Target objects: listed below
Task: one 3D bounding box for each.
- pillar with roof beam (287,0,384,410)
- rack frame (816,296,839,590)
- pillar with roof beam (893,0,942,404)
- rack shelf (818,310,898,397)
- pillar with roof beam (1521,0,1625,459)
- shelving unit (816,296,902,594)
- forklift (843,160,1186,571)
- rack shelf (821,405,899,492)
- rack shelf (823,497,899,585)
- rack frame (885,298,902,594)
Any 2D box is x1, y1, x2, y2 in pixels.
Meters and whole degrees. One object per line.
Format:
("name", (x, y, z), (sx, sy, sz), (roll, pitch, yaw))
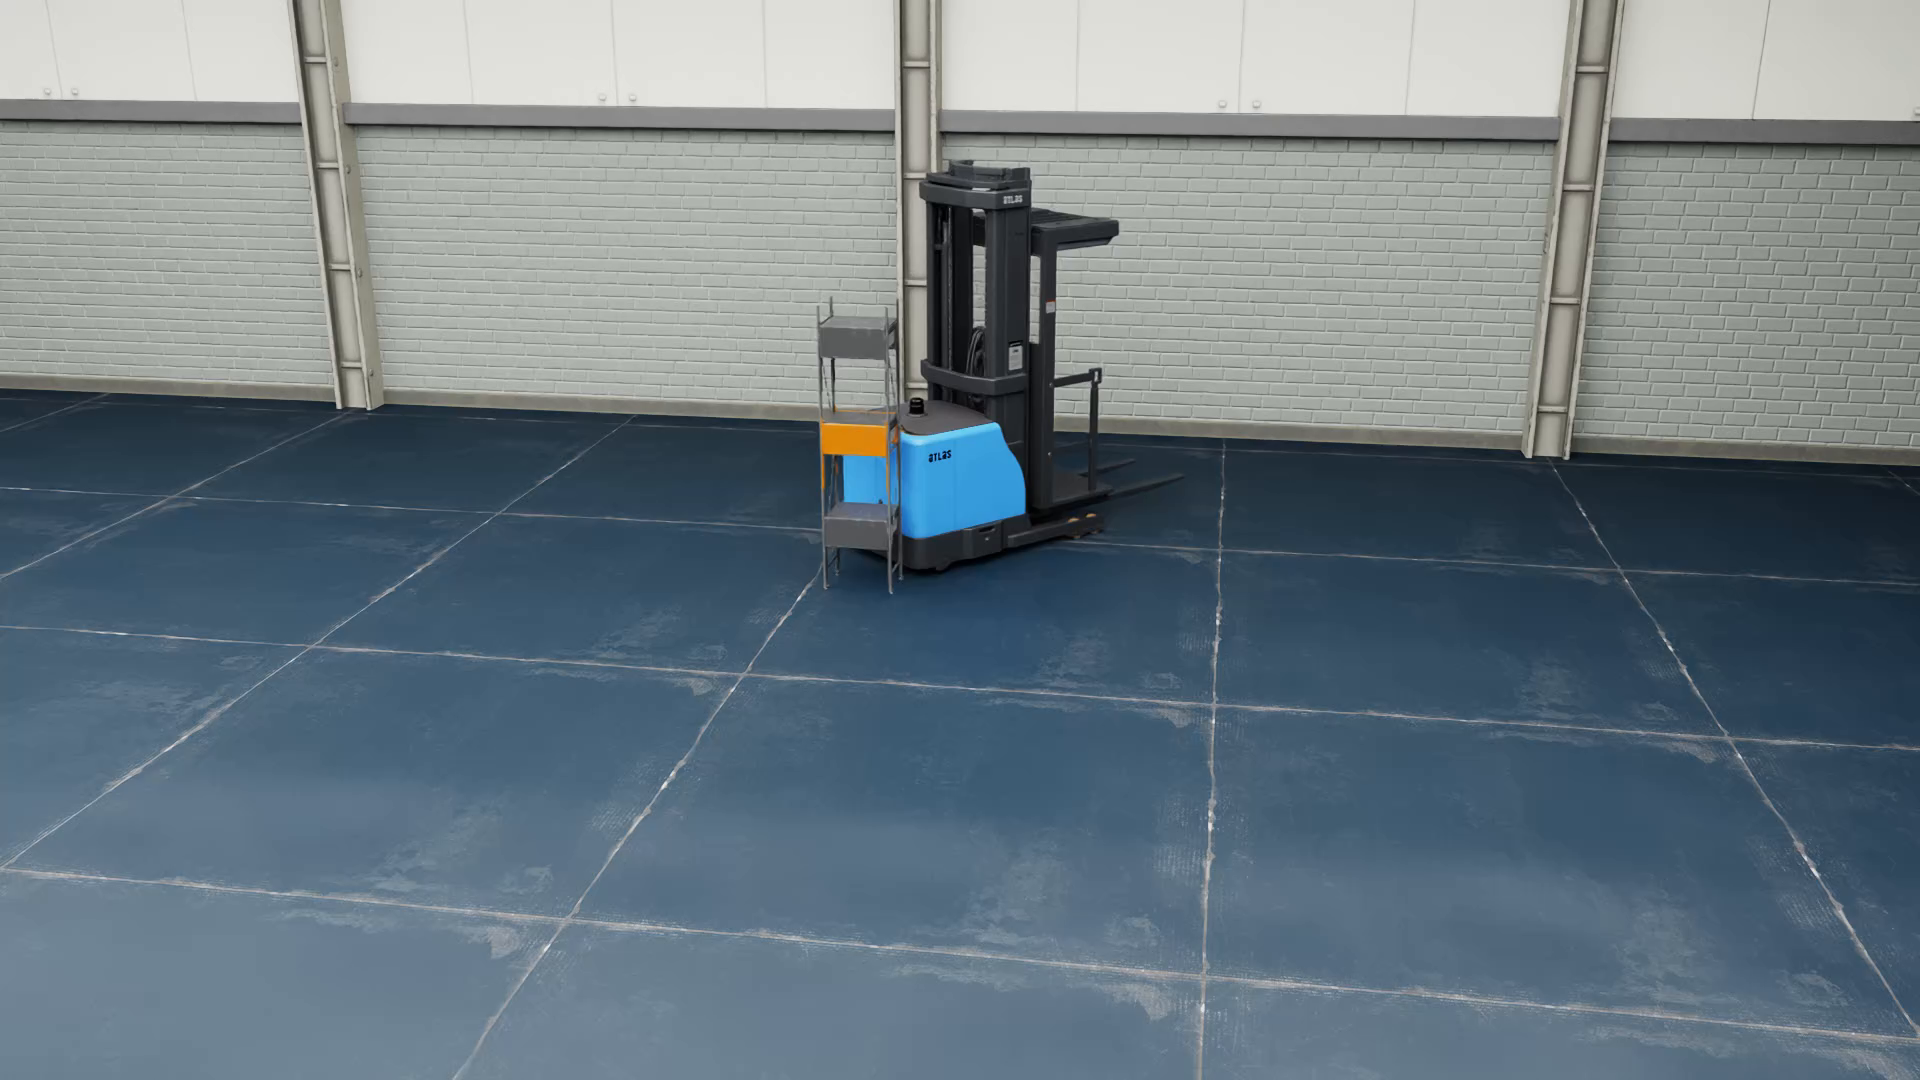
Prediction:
("pillar with roof beam", (-6.997, -4.334, 12.076), (0.400, 9.000, 9.100), (3, 19, 9))
("rack frame", (-0.956, -0.690, 12.055), (0.015, 2.100, 0.400), (3, 19, 10))
("pillar with roof beam", (-1.073, -4.033, 11.173), (0.400, 9.000, 9.100), (3, 19, 9))
("rack shelf", (-0.715, -1.327, 11.796), (0.480, 0.518, 0.431), (3, 19, 10))
("pillar with roof beam", (4.851, -3.731, 10.271), (0.400, 9.000, 9.100), (3, 19, 9))
("shelving unit", (-0.715, -0.676, 12.014), (0.503, 2.100, 0.431), (3, 19, 10))
("forklift", (0.548, -1.517, 13.217), (3.031, 2.935, 1.130), (-14, 23, -36))
("rack shelf", (-0.715, -0.663, 12.018), (0.480, 0.518, 0.431), (3, 19, 10))
("rack shelf", (-0.715, 0.001, 12.240), (0.480, 0.518, 0.431), (3, 19, 10))
("rack frame", (-0.475, -0.662, 11.973), (0.015, 2.100, 0.400), (3, 19, 10))
